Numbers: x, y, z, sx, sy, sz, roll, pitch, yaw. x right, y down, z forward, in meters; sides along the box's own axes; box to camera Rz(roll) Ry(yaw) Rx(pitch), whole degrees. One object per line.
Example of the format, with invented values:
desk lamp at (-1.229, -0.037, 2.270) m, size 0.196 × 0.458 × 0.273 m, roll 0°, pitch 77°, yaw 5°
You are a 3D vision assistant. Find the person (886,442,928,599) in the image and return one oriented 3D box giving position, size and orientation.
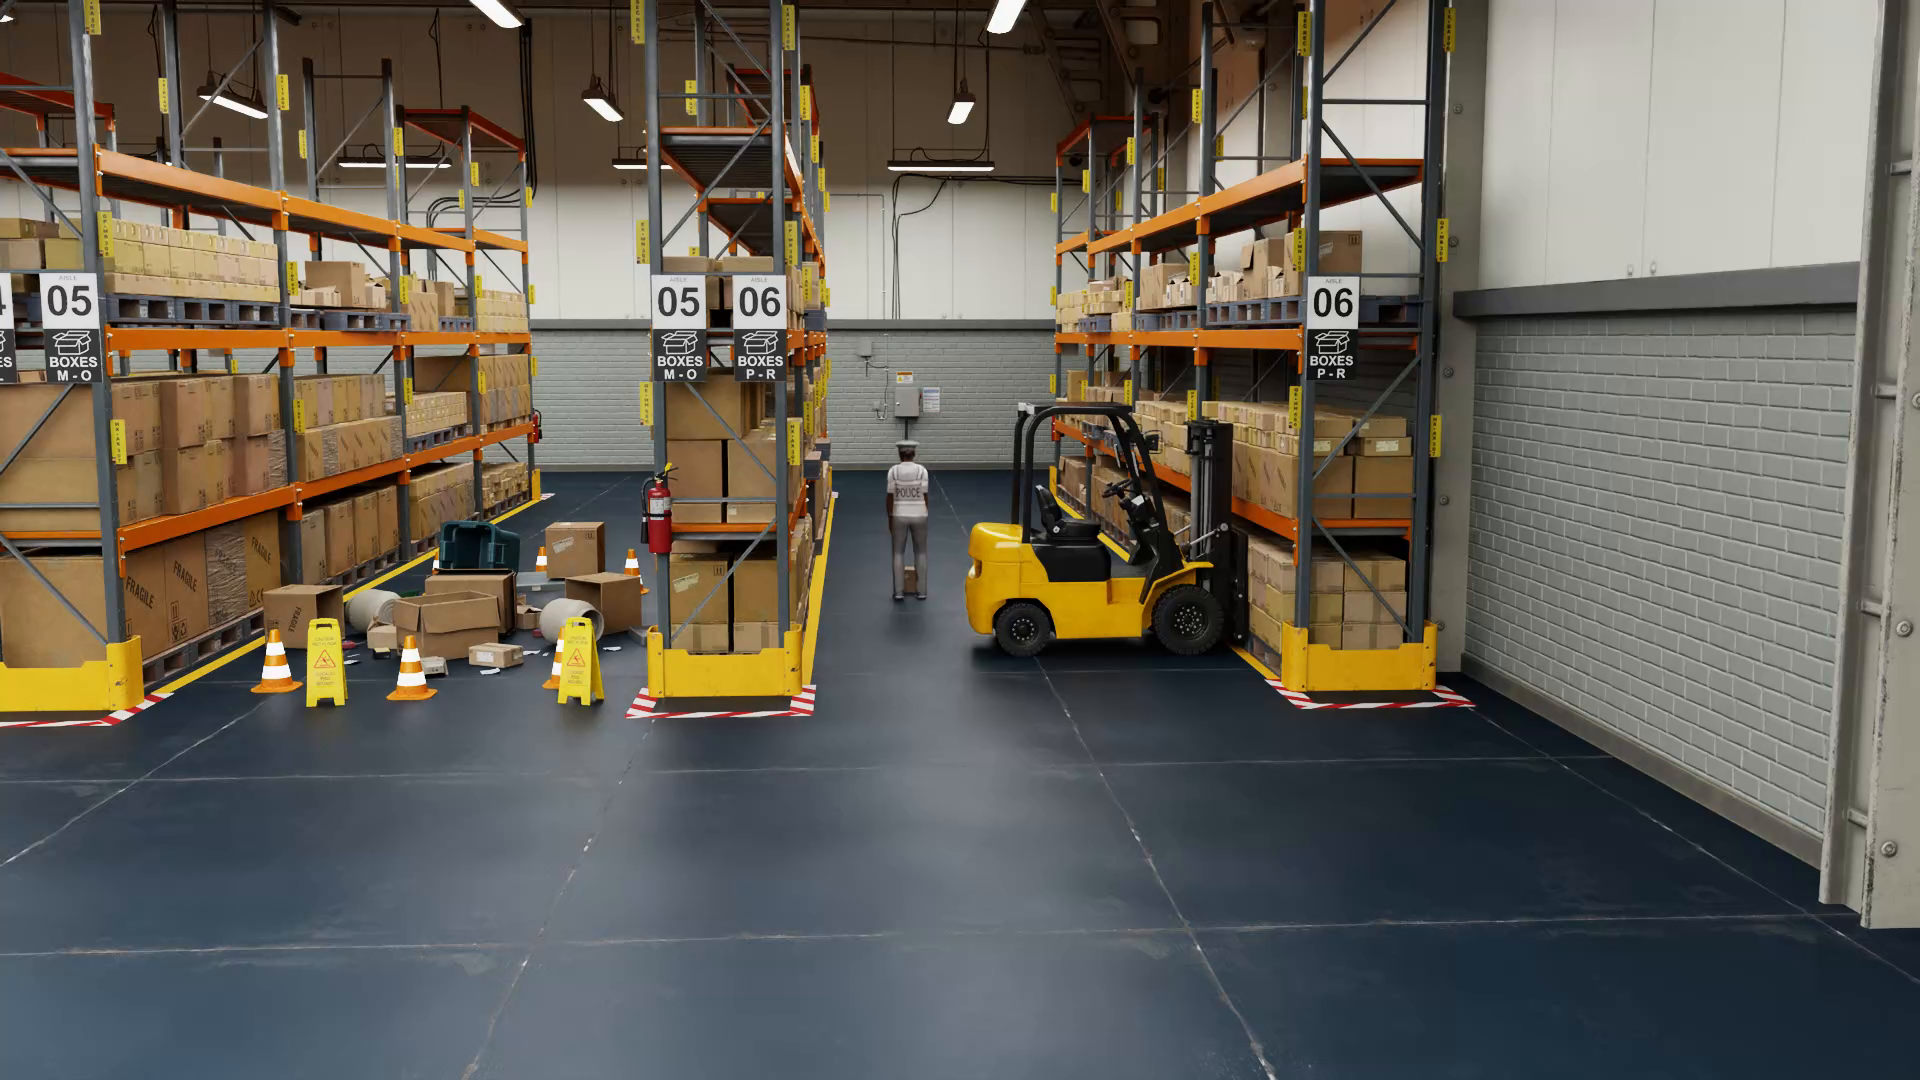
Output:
person at (-0.554, -0.198, 17.472) m, size 0.443 × 1.652 × 0.351 m, roll 0°, pitch 7°, yaw -3°
